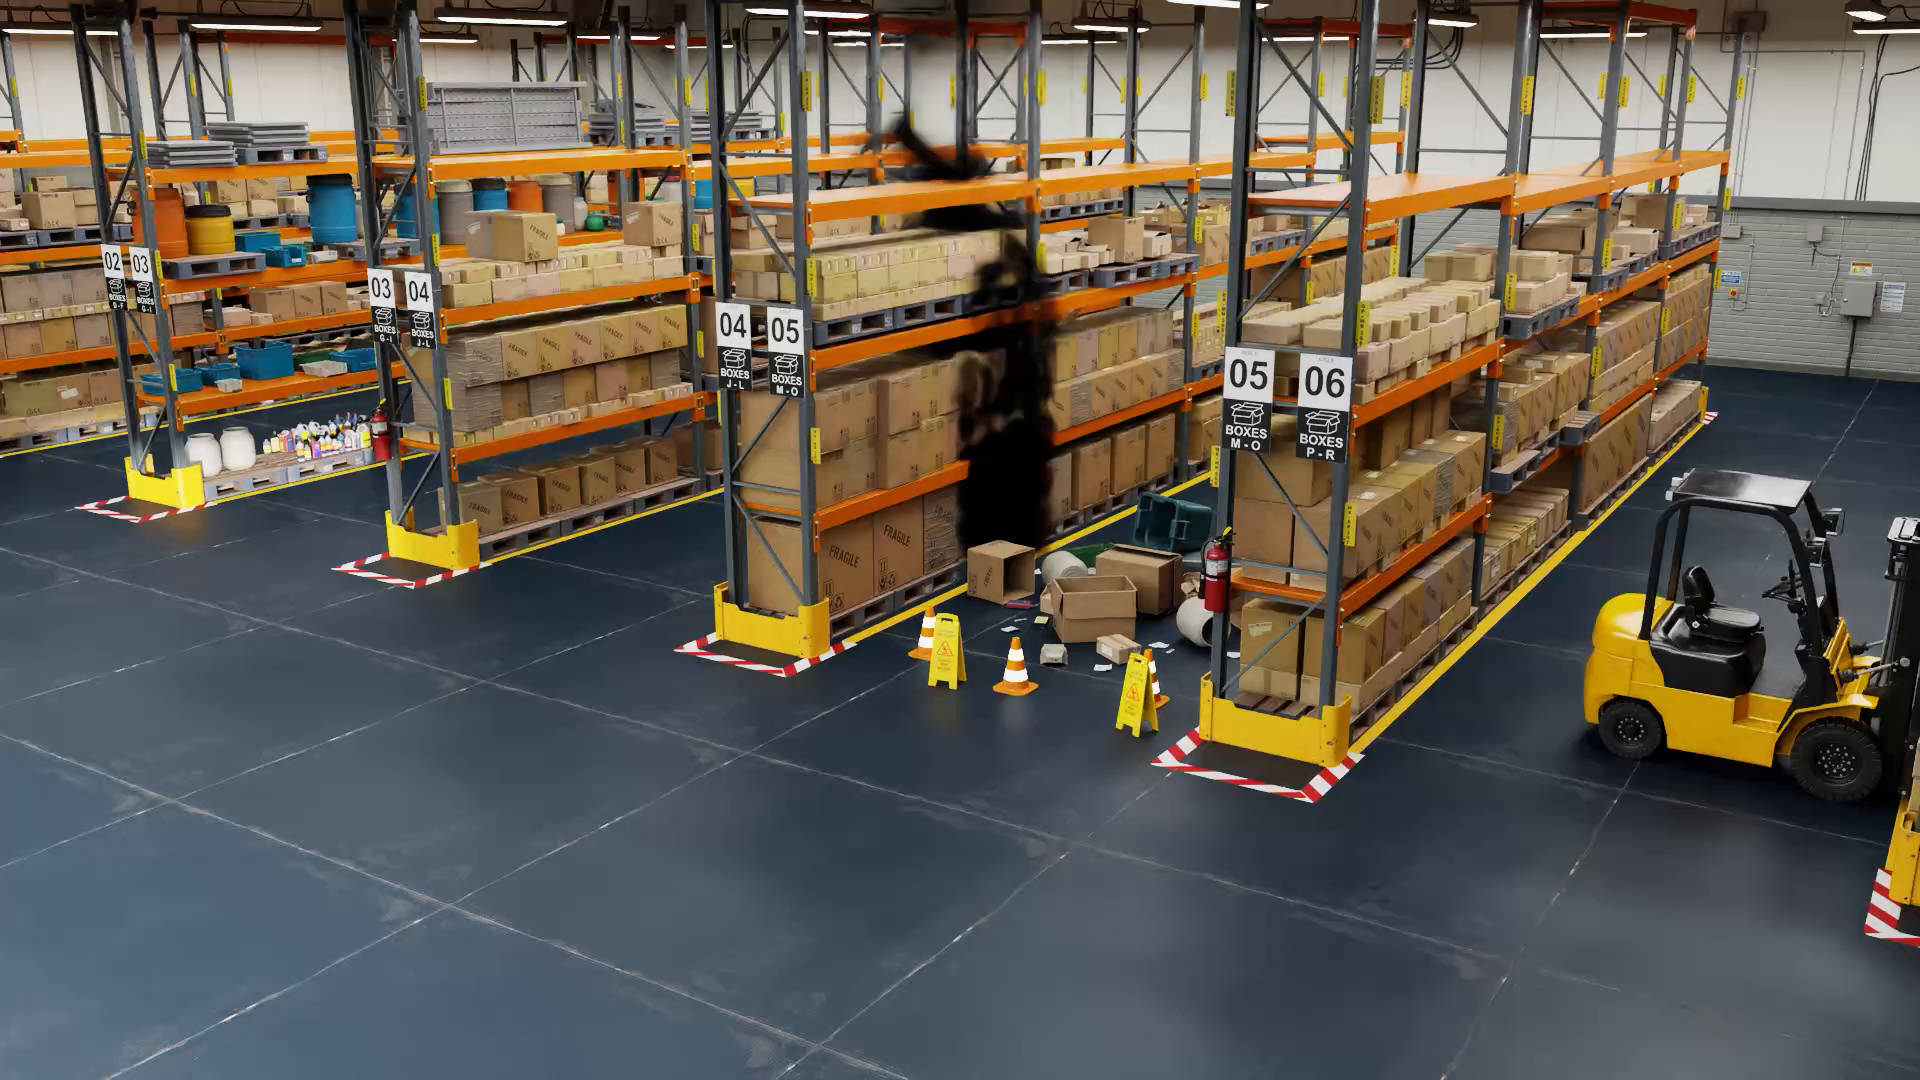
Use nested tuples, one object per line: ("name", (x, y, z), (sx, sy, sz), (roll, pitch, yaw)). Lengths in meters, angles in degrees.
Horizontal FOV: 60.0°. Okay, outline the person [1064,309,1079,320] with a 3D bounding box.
("person", (1.725, -2.891, 26.379), (0.612, 1.679, 0.922), (8, 18, 27))
